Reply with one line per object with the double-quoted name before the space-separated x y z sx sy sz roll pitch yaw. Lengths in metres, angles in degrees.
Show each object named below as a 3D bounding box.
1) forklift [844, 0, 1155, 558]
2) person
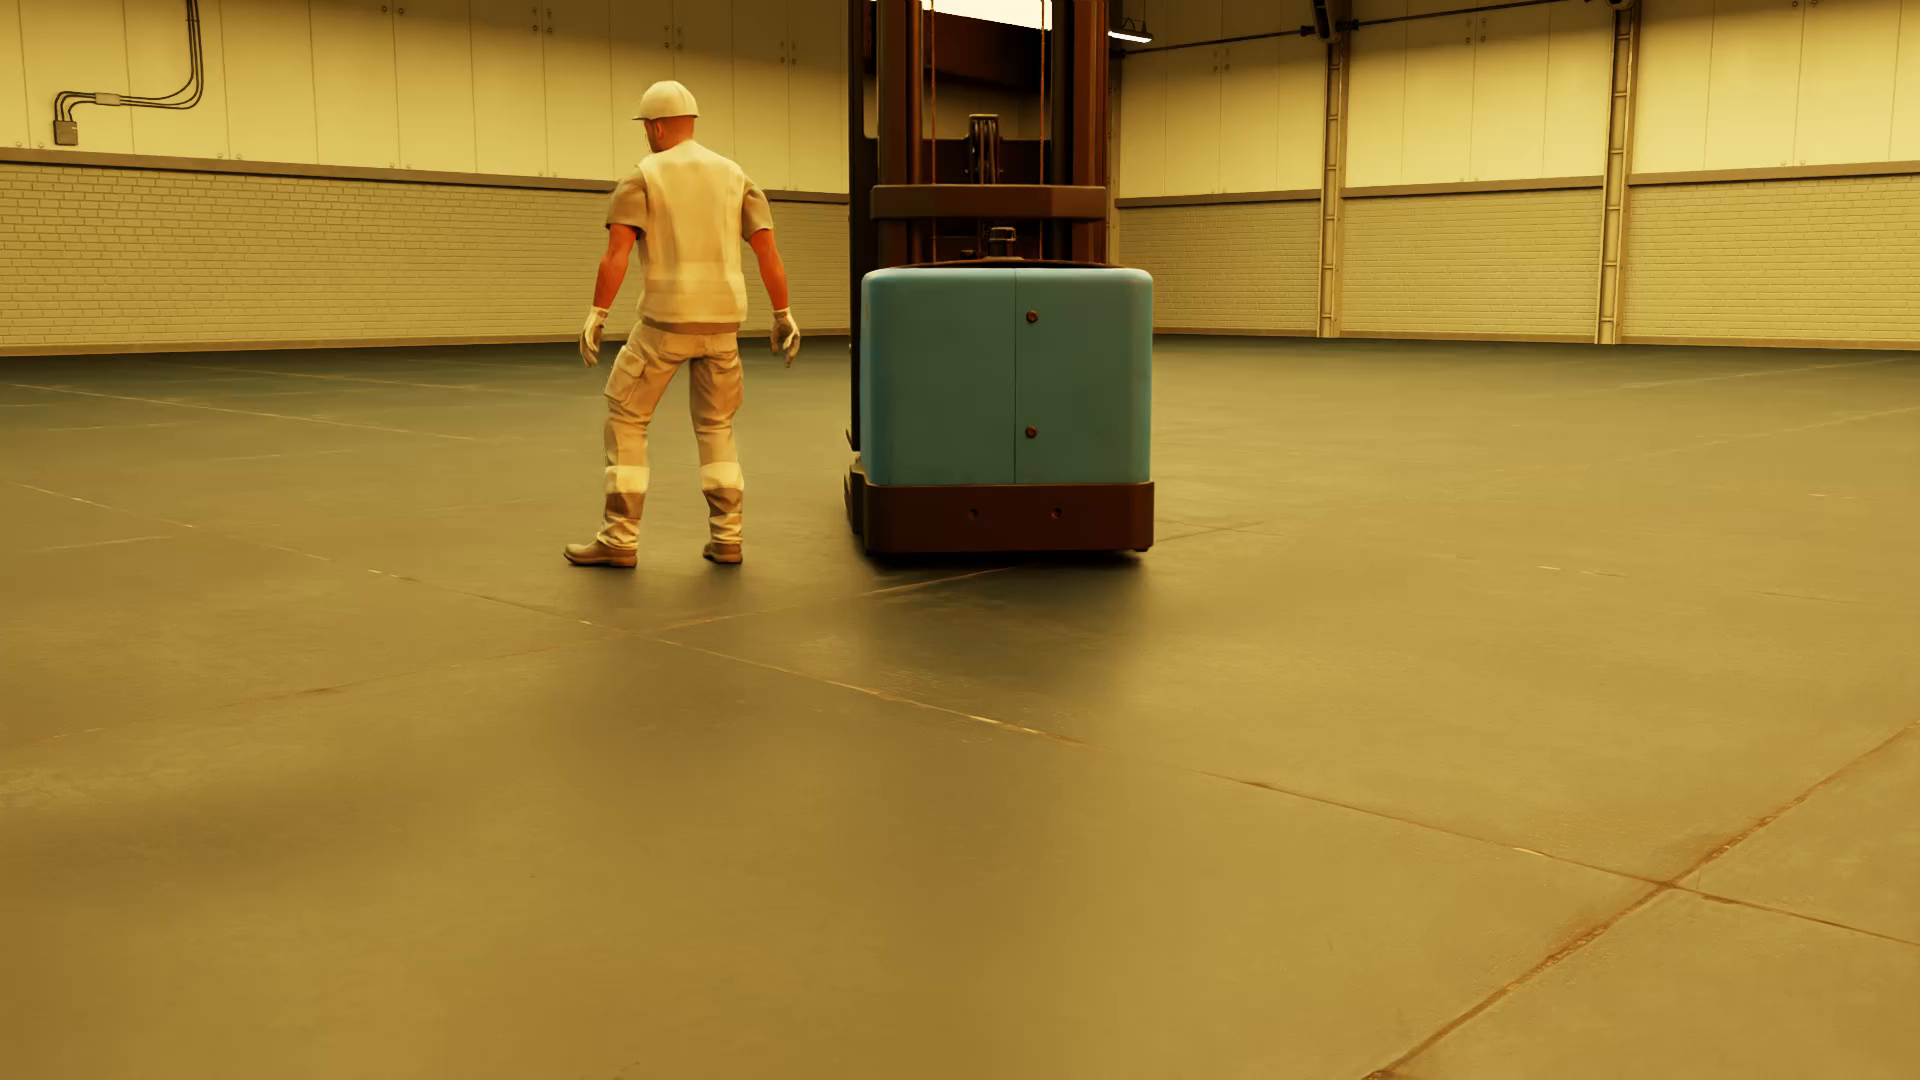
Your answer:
"forklift" 0.051 -1.562 7.247 1.130 2.935 3.031 -1 9 -5
"person" -1.034 -0.795 6.130 0.854 1.750 0.433 -5 10 -31
